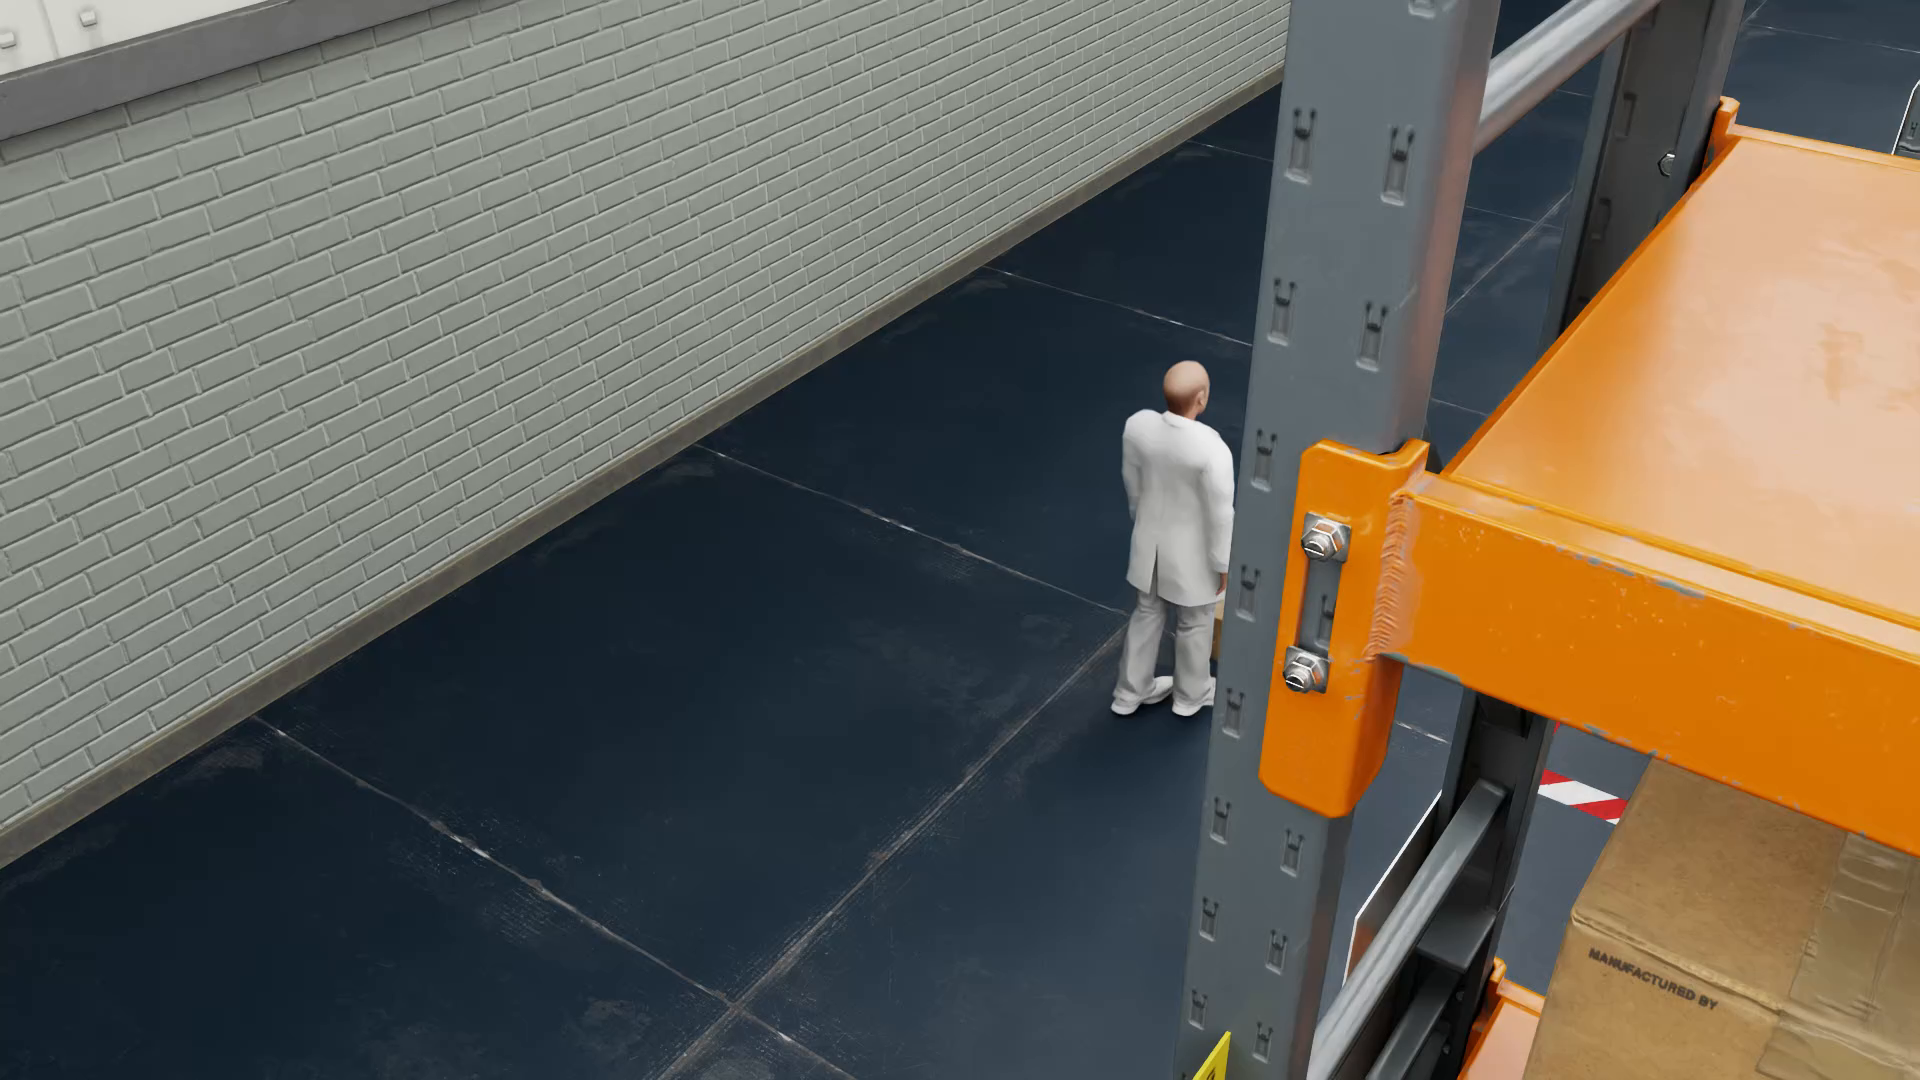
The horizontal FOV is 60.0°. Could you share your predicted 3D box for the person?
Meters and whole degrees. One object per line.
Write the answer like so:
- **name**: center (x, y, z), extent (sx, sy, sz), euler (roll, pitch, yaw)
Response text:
- **person**: center (0.973, 0.015, 7.305), extent (0.599, 1.797, 0.585), euler (27, 43, 34)
